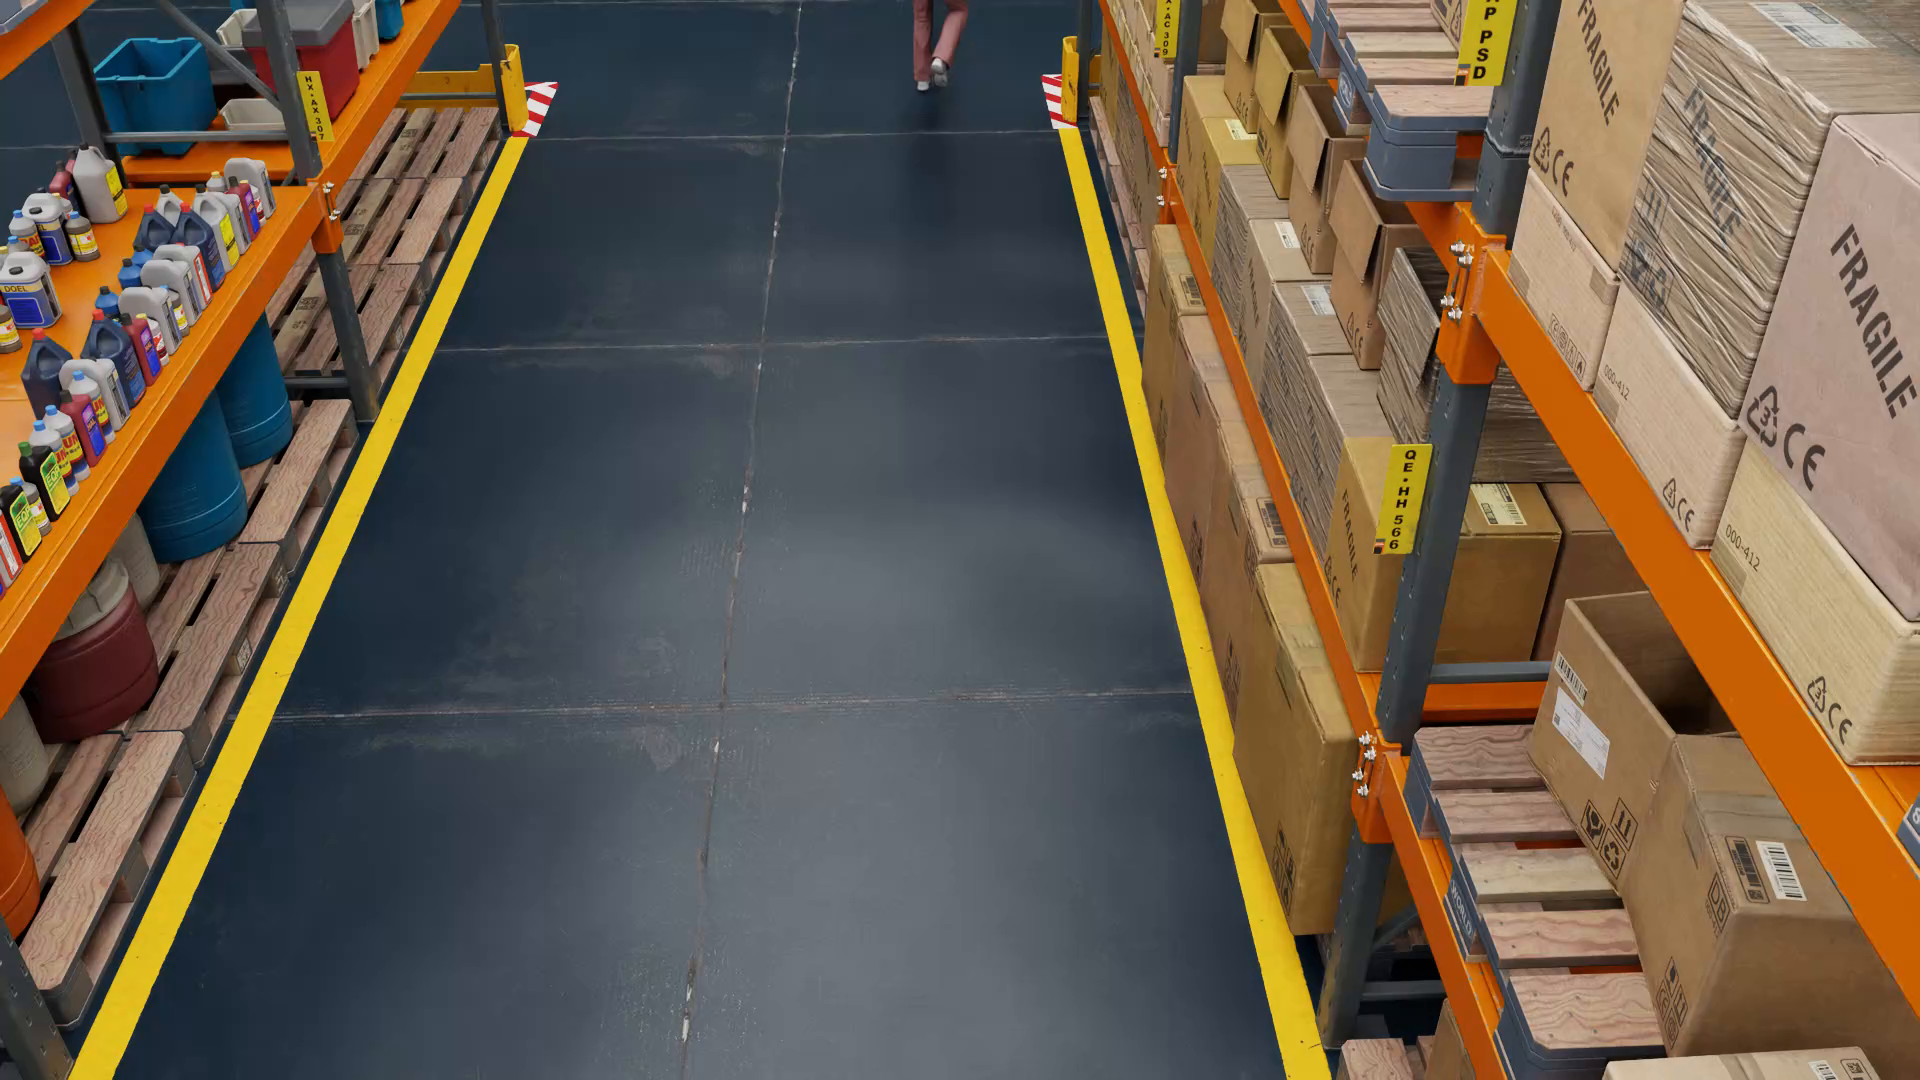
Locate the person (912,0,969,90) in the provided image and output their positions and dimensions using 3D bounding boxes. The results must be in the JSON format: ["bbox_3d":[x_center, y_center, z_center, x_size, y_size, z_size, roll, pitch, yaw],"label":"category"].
[{"bbox_3d":[-0.185,-4.033,11.787,0.487,1.664,0.468,9,36,12],"label":"person"}]
